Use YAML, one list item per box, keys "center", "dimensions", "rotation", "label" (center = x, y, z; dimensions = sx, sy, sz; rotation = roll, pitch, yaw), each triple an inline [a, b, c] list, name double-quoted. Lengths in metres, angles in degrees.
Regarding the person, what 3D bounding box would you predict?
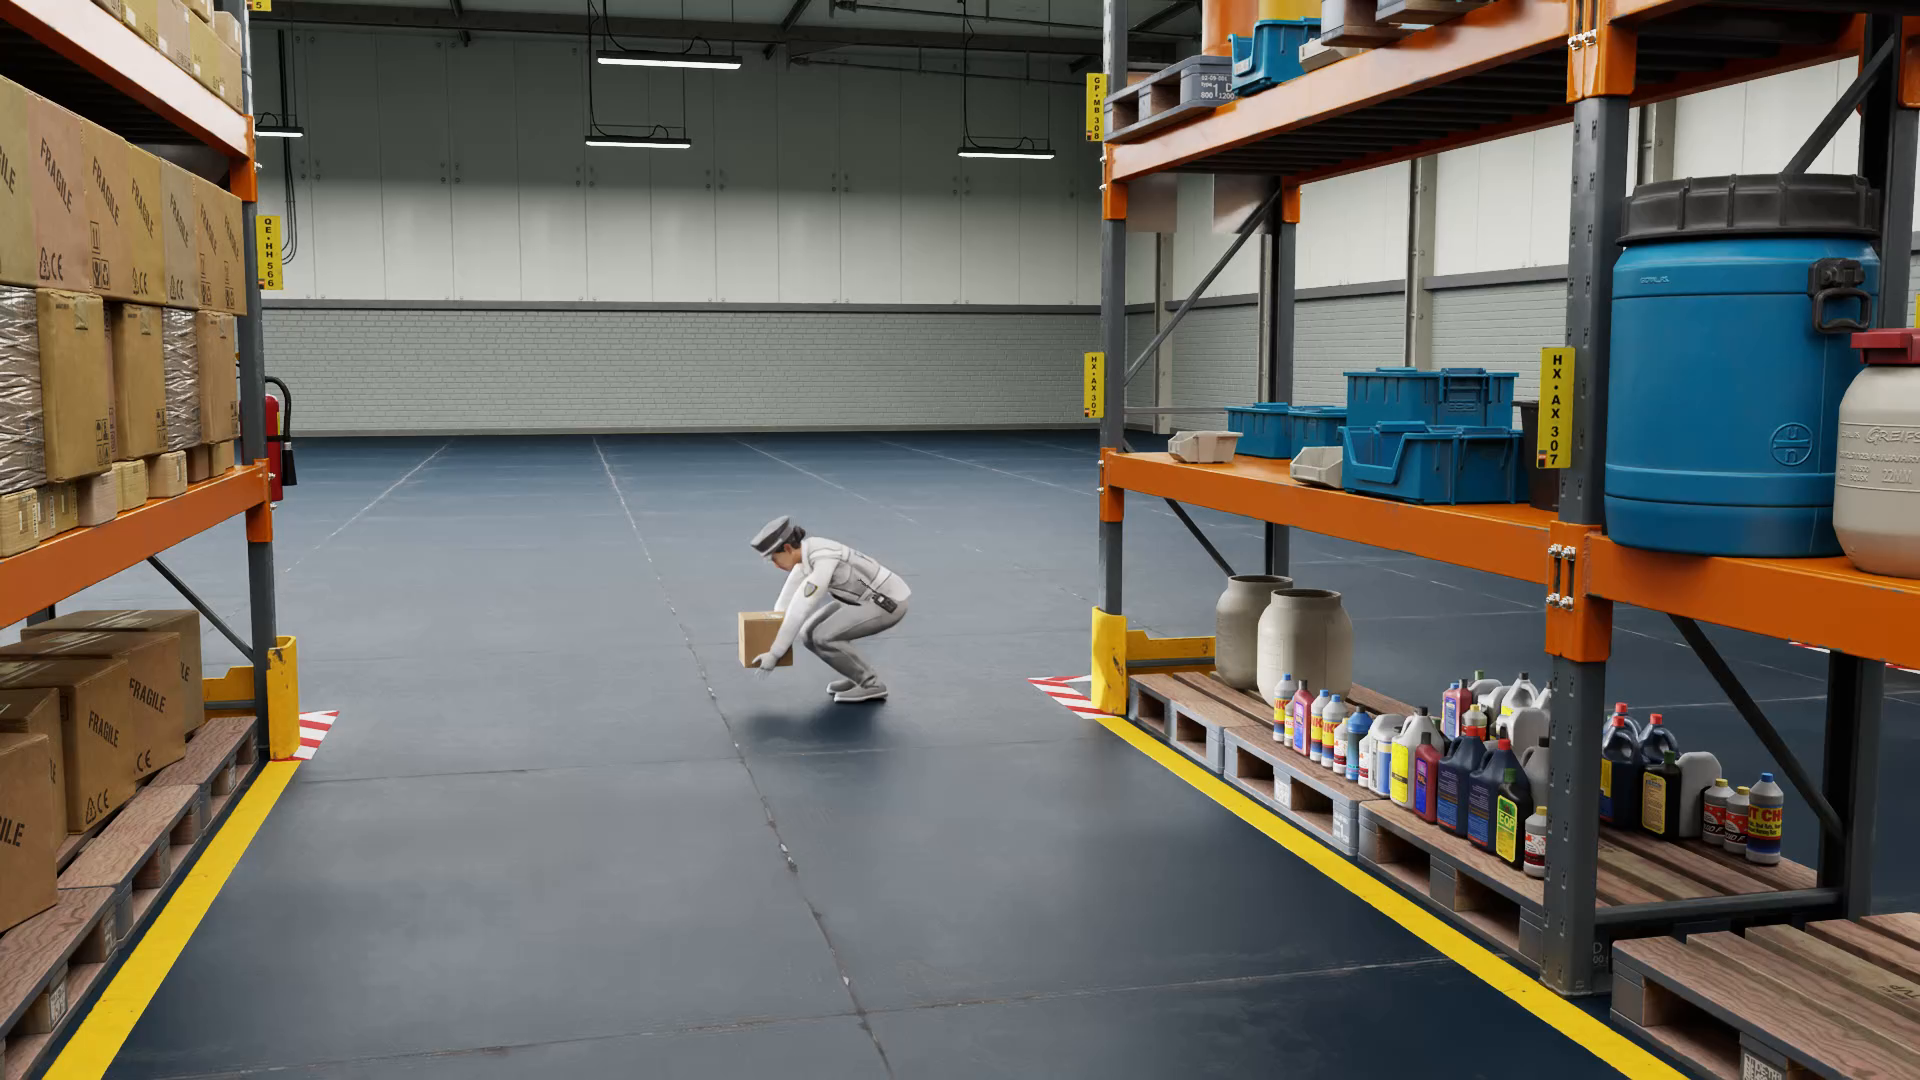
- center: [-0.681, 0.350, 8.684]
  dimensions: [0.855, 0.981, 0.459]
  rotation: [-2, 6, -15]
  label: "person"
